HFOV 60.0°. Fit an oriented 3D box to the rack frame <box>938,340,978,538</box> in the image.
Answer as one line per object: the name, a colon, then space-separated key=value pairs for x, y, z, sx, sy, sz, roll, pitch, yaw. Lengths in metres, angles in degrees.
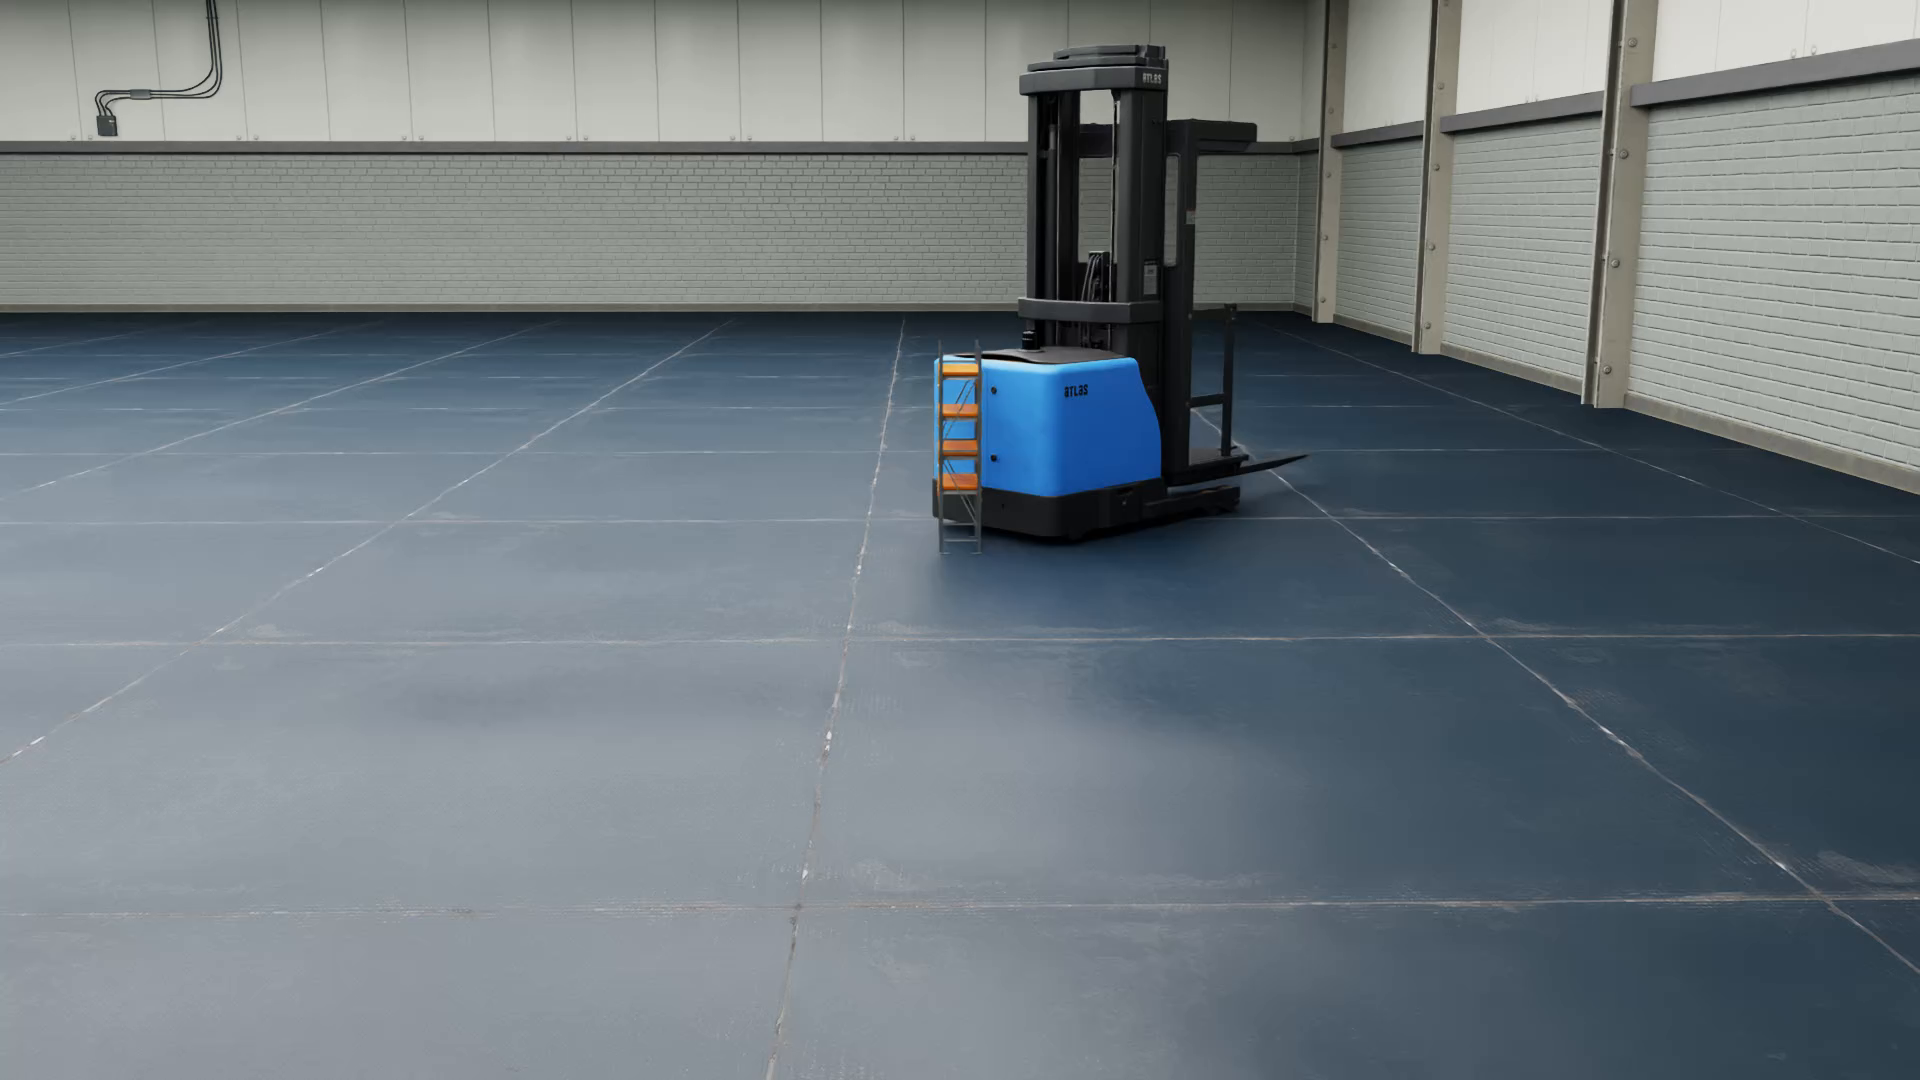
rack frame: x=-0.013 y=-0.601 z=10.004 sx=0.240 sy=1.200 sz=0.015 roll=0 pitch=11 yaw=-2

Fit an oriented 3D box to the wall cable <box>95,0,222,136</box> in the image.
wall cable: x=-14.519 y=-10.310 z=29.692 sx=2.305 sy=6.003 sz=0.169 roll=0 pitch=11 yaw=-1

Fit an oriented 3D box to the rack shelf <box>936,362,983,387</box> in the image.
rack shelf: x=-0.005 y=-0.938 z=9.687 sx=0.258 sy=0.148 sz=0.480 roll=0 pitch=11 yaw=-2

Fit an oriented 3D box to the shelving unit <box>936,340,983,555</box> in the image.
shelving unit: x=-0.005 y=-0.553 z=9.765 sx=0.258 sy=1.200 sz=0.503 roll=0 pitch=11 yaw=-2

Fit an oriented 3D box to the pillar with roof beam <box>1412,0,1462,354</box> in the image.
pillar with roof beam: x=2.041 y=-6.935 z=21.612 sx=9.100 sy=9.000 sz=0.400 roll=0 pitch=11 yaw=-1

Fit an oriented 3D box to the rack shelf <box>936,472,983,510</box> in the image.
rack shelf: x=-0.006 y=-0.293 z=9.818 sx=0.258 sy=0.148 sz=0.480 roll=0 pitch=11 yaw=-2

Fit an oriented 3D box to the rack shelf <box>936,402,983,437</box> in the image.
rack shelf: x=-0.005 y=-0.707 z=9.734 sx=0.258 sy=0.148 sz=0.480 roll=0 pitch=11 yaw=-2

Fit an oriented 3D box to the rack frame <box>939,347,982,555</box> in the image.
rack frame: x=0.002 y=-0.505 z=9.526 sx=0.240 sy=1.200 sz=0.015 roll=0 pitch=11 yaw=-2

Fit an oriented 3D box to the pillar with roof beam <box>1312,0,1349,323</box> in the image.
pillar with roof beam: x=1.917 y=-8.128 z=27.491 sx=9.100 sy=9.000 sz=0.400 roll=0 pitch=11 yaw=-1

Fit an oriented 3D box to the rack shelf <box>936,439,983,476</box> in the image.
rack shelf: x=-0.005 y=-0.487 z=9.778 sx=0.258 sy=0.148 sz=0.480 roll=0 pitch=11 yaw=-2

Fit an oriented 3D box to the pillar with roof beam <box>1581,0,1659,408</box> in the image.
pillar with roof beam: x=2.165 y=-5.743 z=15.733 sx=9.100 sy=9.000 sz=0.400 roll=0 pitch=11 yaw=-1

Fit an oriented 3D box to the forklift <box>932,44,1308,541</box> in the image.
forklift: x=1.212 y=-1.663 z=10.885 sx=1.130 sy=2.935 sz=3.031 roll=11 pitch=16 yaw=43
